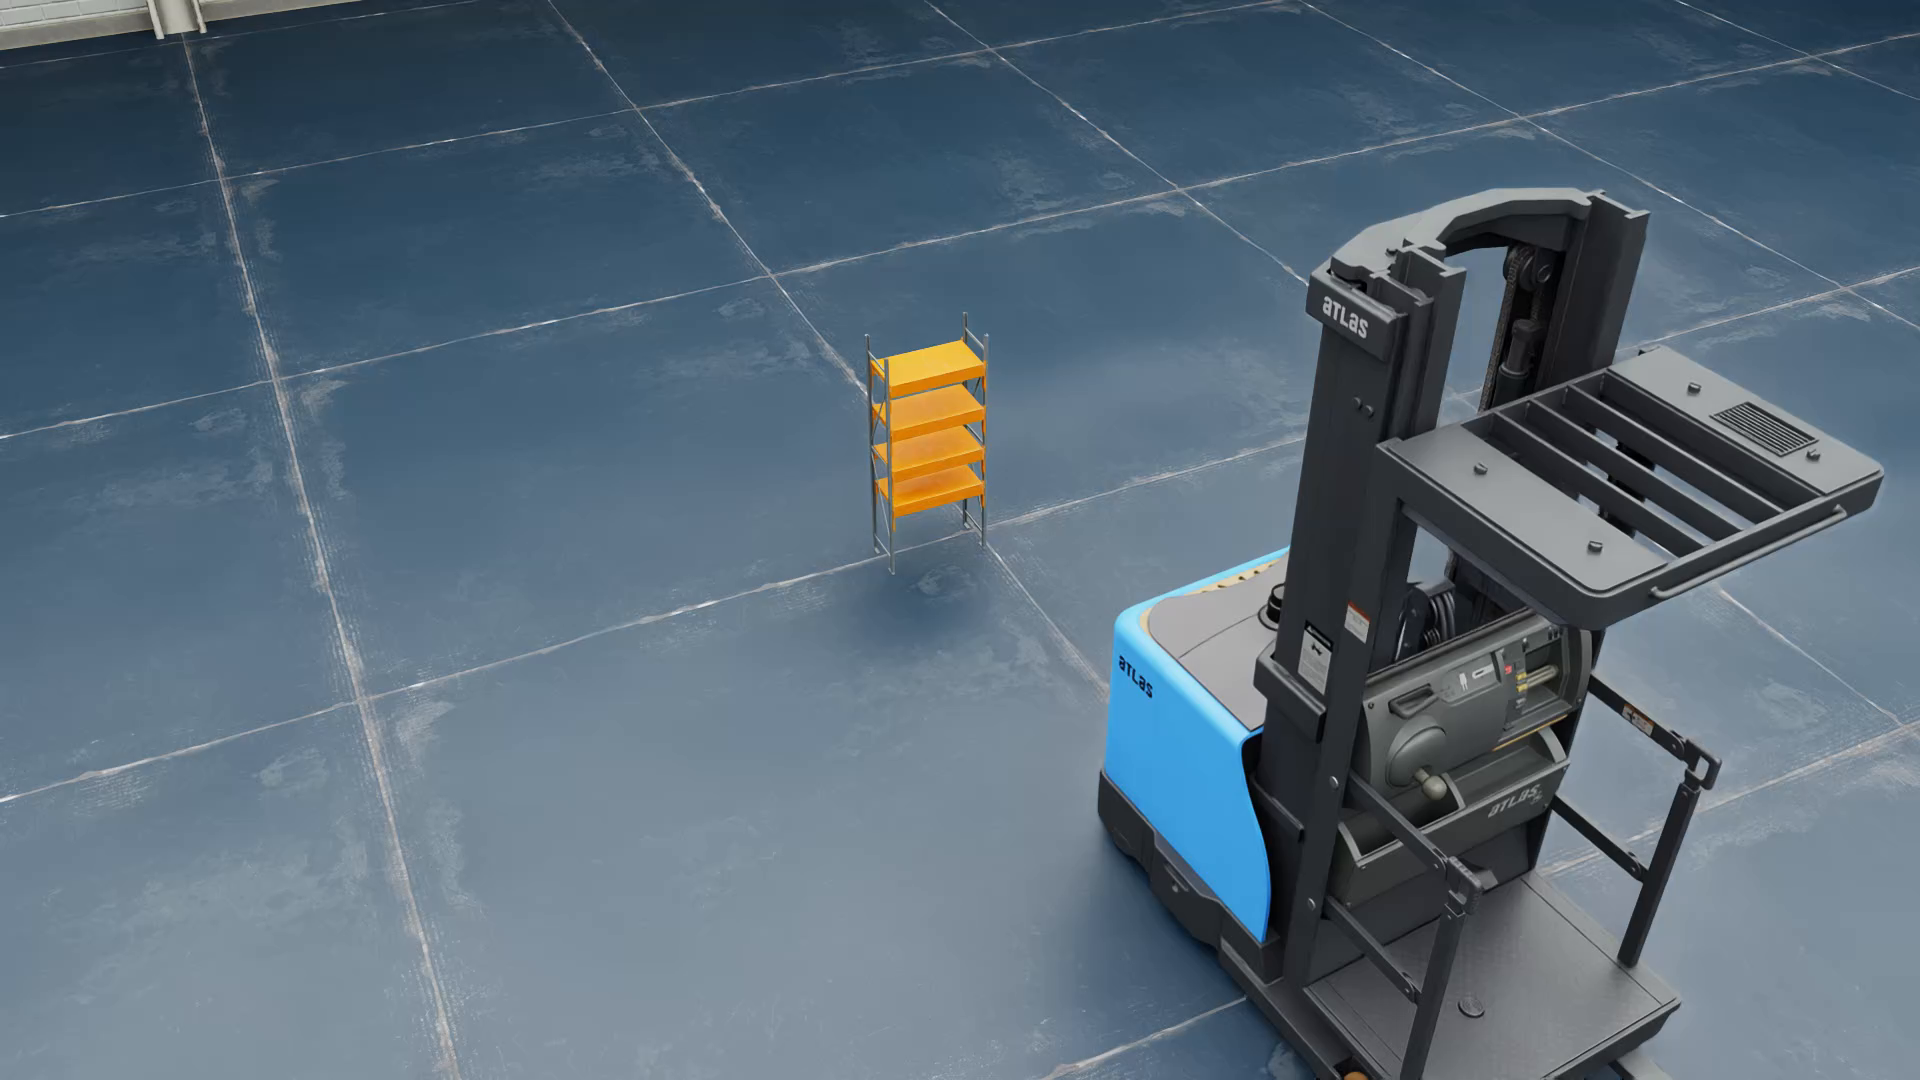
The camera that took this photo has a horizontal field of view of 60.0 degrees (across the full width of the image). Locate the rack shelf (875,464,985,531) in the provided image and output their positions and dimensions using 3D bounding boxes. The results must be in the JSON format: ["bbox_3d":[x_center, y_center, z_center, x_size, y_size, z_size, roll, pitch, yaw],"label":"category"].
[{"bbox_3d":[-0.150,-0.226,7.994,0.480,0.148,0.258,-16,39,-20],"label":"rack shelf"}]

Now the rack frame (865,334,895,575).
[{"bbox_3d":[-0.371,-0.378,7.753,0.015,1.200,0.240,-16,39,-20],"label":"rack frame"}]

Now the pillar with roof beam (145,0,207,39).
[{"bbox_3d":[-4.764,-5.609,8.258,0.400,9.000,9.100,-16,39,-20],"label":"pillar with roof beam"}]

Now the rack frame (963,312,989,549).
[{"bbox_3d":[0.071,-0.502,7.919,0.015,1.200,0.240,-16,39,-20],"label":"rack frame"}]

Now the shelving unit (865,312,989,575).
[{"bbox_3d":[-0.150,-0.440,7.836,0.503,1.200,0.258,-16,39,-20],"label":"shelving unit"}]

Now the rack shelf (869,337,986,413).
[{"bbox_3d":[-0.150,-0.756,7.602,0.480,0.148,0.258,-16,39,-20],"label":"rack shelf"}]

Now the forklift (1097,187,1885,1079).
[{"bbox_3d":[1.724,0.567,5.026,1.130,2.935,3.031,-19,41,-24],"label":"forklift"}]

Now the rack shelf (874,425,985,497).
[{"bbox_3d":[-0.150,-0.386,7.876,0.480,0.148,0.258,-16,39,-20],"label":"rack shelf"}]

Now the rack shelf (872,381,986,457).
[{"bbox_3d":[-0.150,-0.566,7.743,0.480,0.148,0.258,-16,39,-20],"label":"rack shelf"}]
